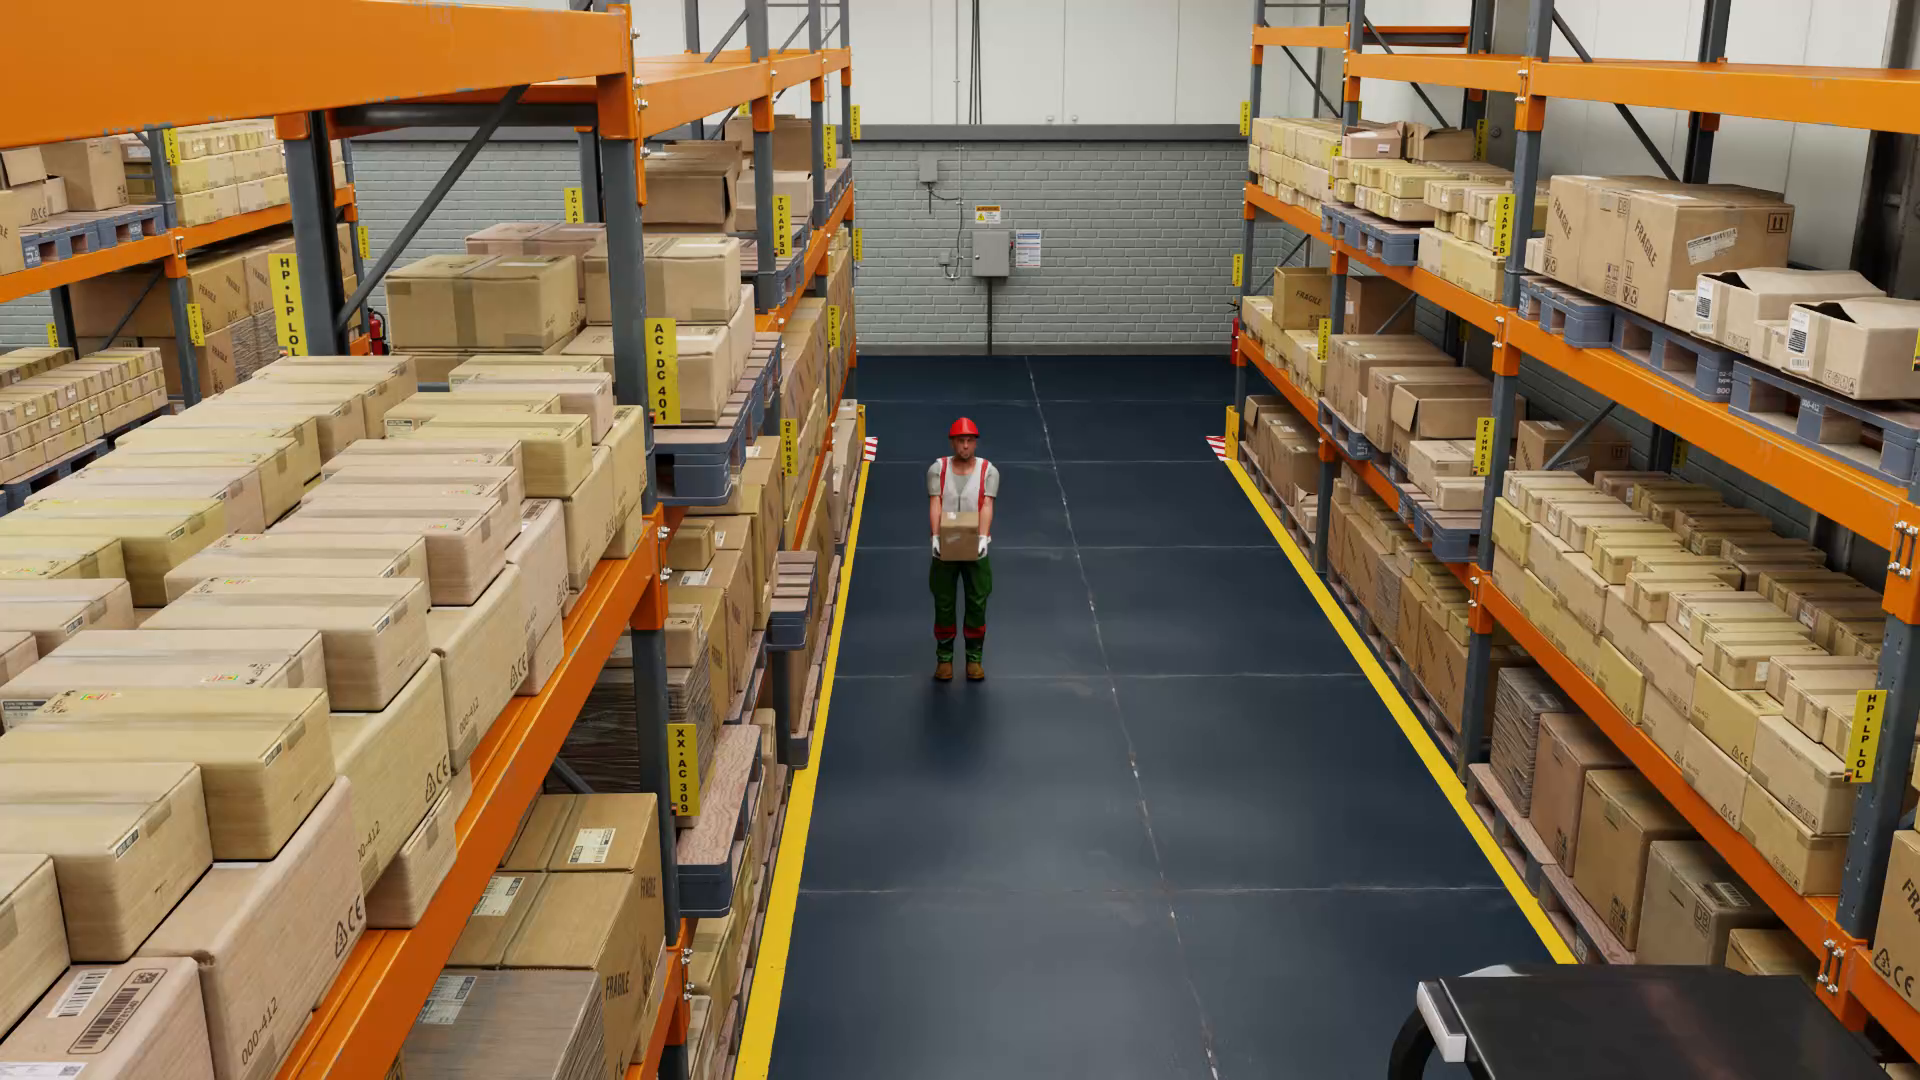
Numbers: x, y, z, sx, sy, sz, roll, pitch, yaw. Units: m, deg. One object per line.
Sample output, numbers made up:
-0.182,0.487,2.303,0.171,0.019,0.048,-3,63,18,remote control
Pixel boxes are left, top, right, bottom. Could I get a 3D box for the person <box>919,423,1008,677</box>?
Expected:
0.025,0.060,11.323,0.612,1.778,0.451,-1,17,-3,person
